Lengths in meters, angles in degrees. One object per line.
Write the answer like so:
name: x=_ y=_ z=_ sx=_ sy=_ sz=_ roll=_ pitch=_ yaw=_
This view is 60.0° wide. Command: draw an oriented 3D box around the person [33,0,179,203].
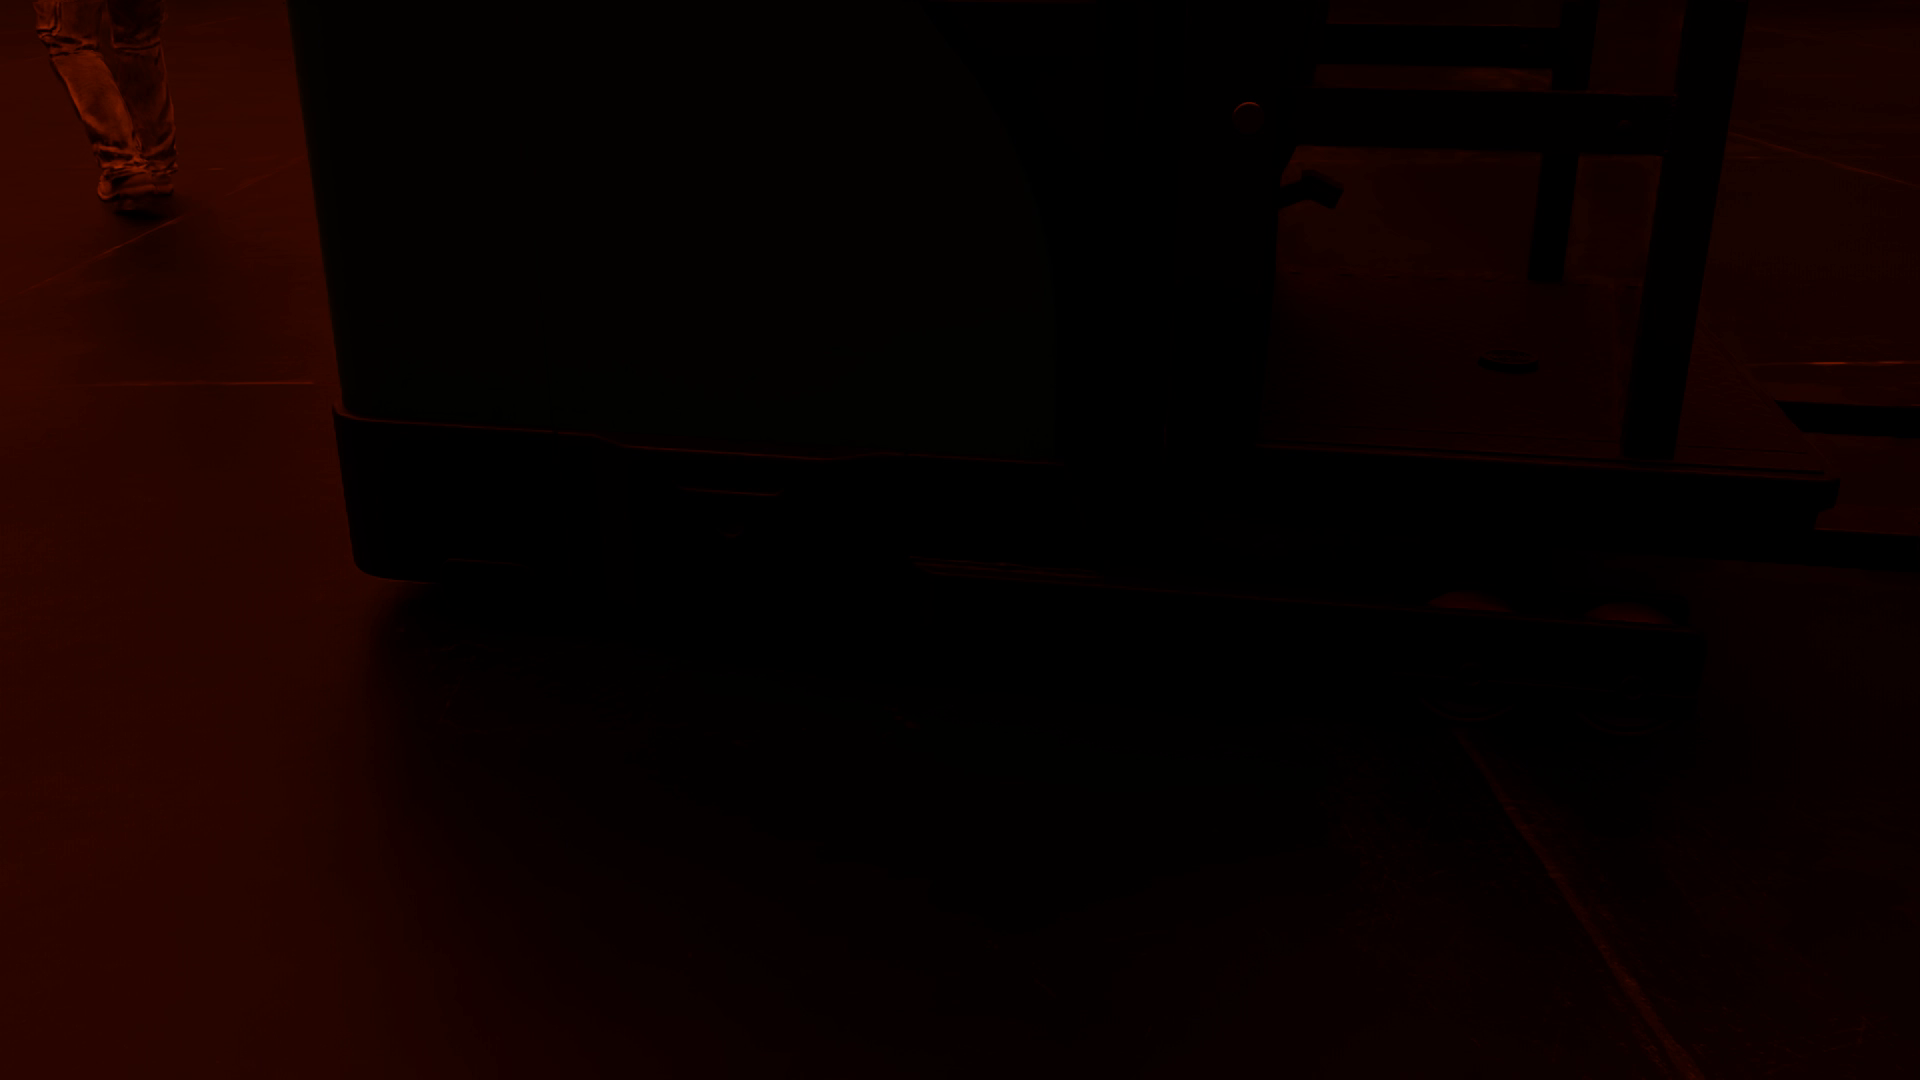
person: x=-2.794 y=-1.992 z=5.410 sx=0.991 sy=1.758 sz=0.759 roll=-18 pitch=27 yaw=-37

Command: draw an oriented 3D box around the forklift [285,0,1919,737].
forklift: x=0.666 y=-1.327 z=2.107 sx=3.031 sy=2.935 sz=1.130 roll=4 pitch=22 yaw=10
